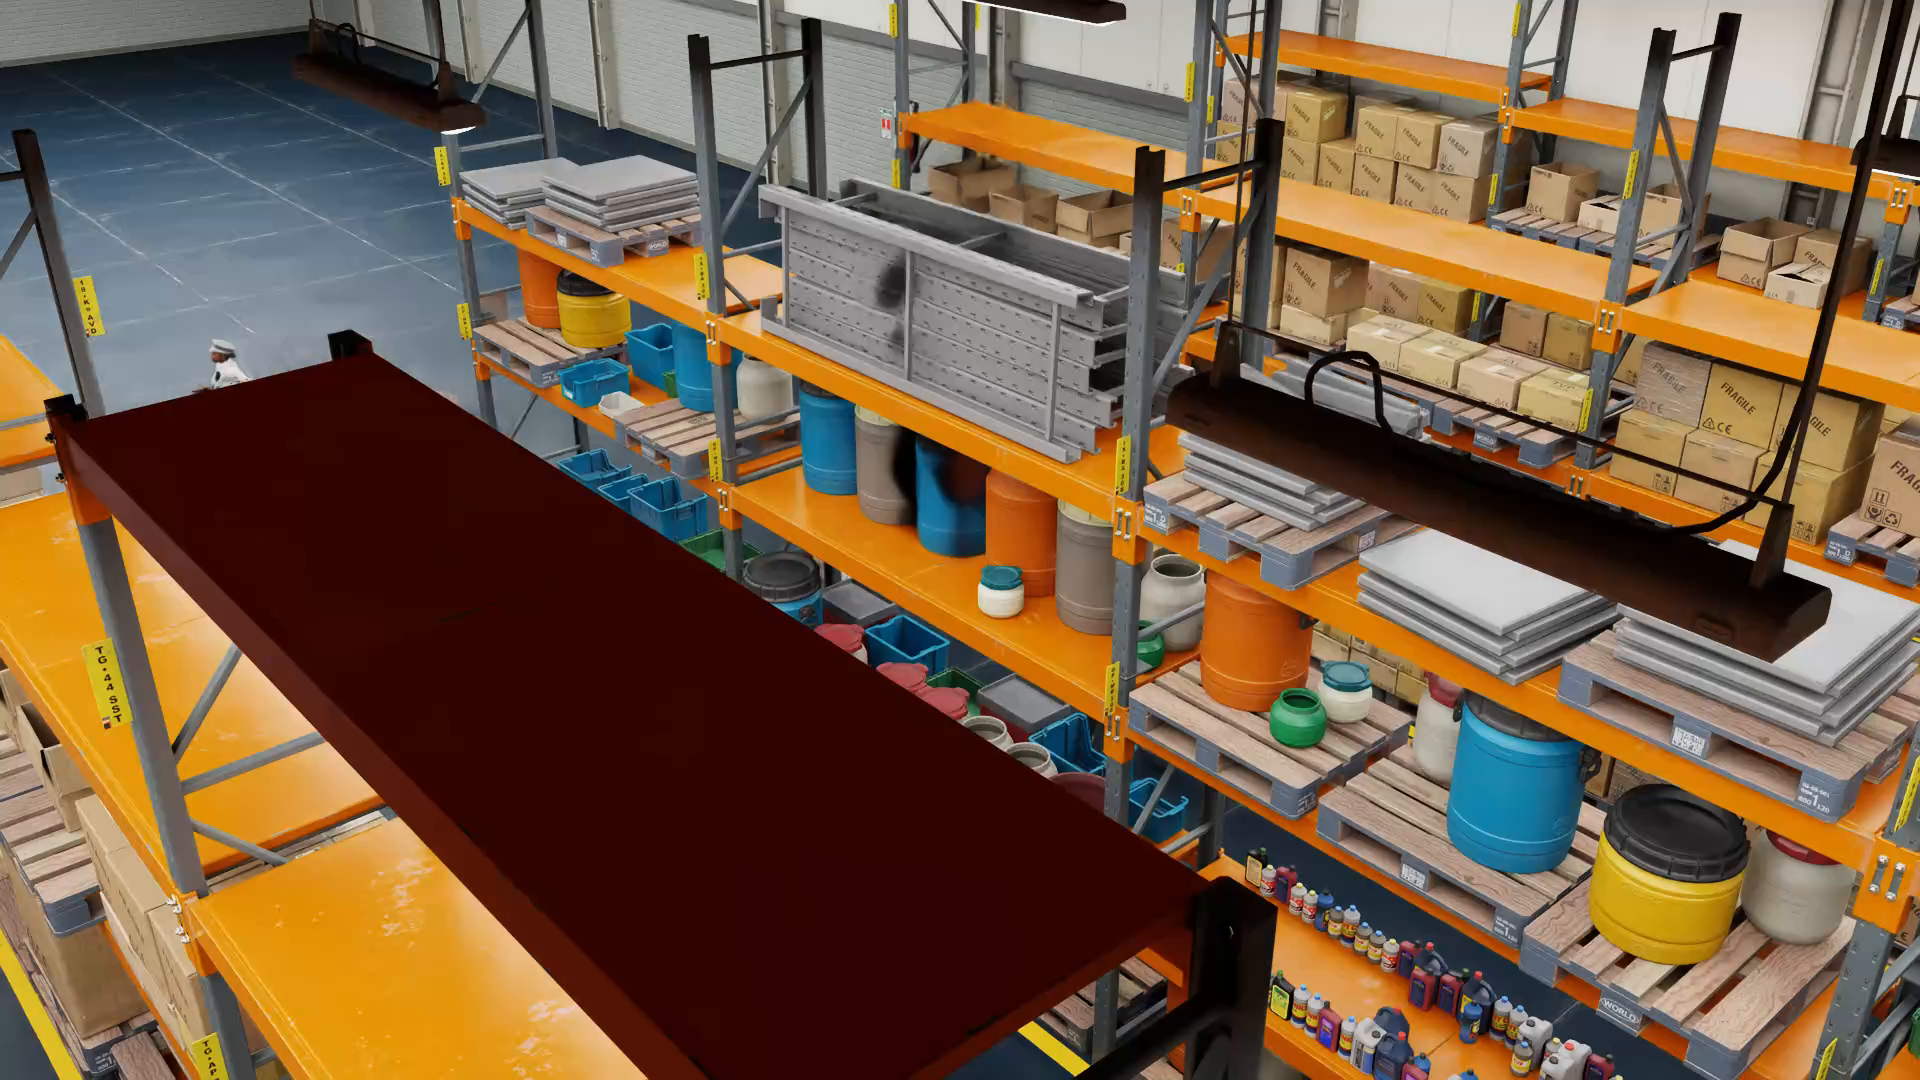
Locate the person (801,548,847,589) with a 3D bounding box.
[{"bbox_3d":[-1.189,0.245,15.124,0.682,1.764,0.660,20,33,34],"label":"person"}]

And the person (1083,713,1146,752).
[{"bbox_3d":[1.292,1.035,13.682,0.923,1.657,0.579,18,32,32],"label":"person"}]

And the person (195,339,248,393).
[{"bbox_3d":[-8.054,-1.404,18.497,0.746,1.751,0.554,-8,28,-16],"label":"person"}]
